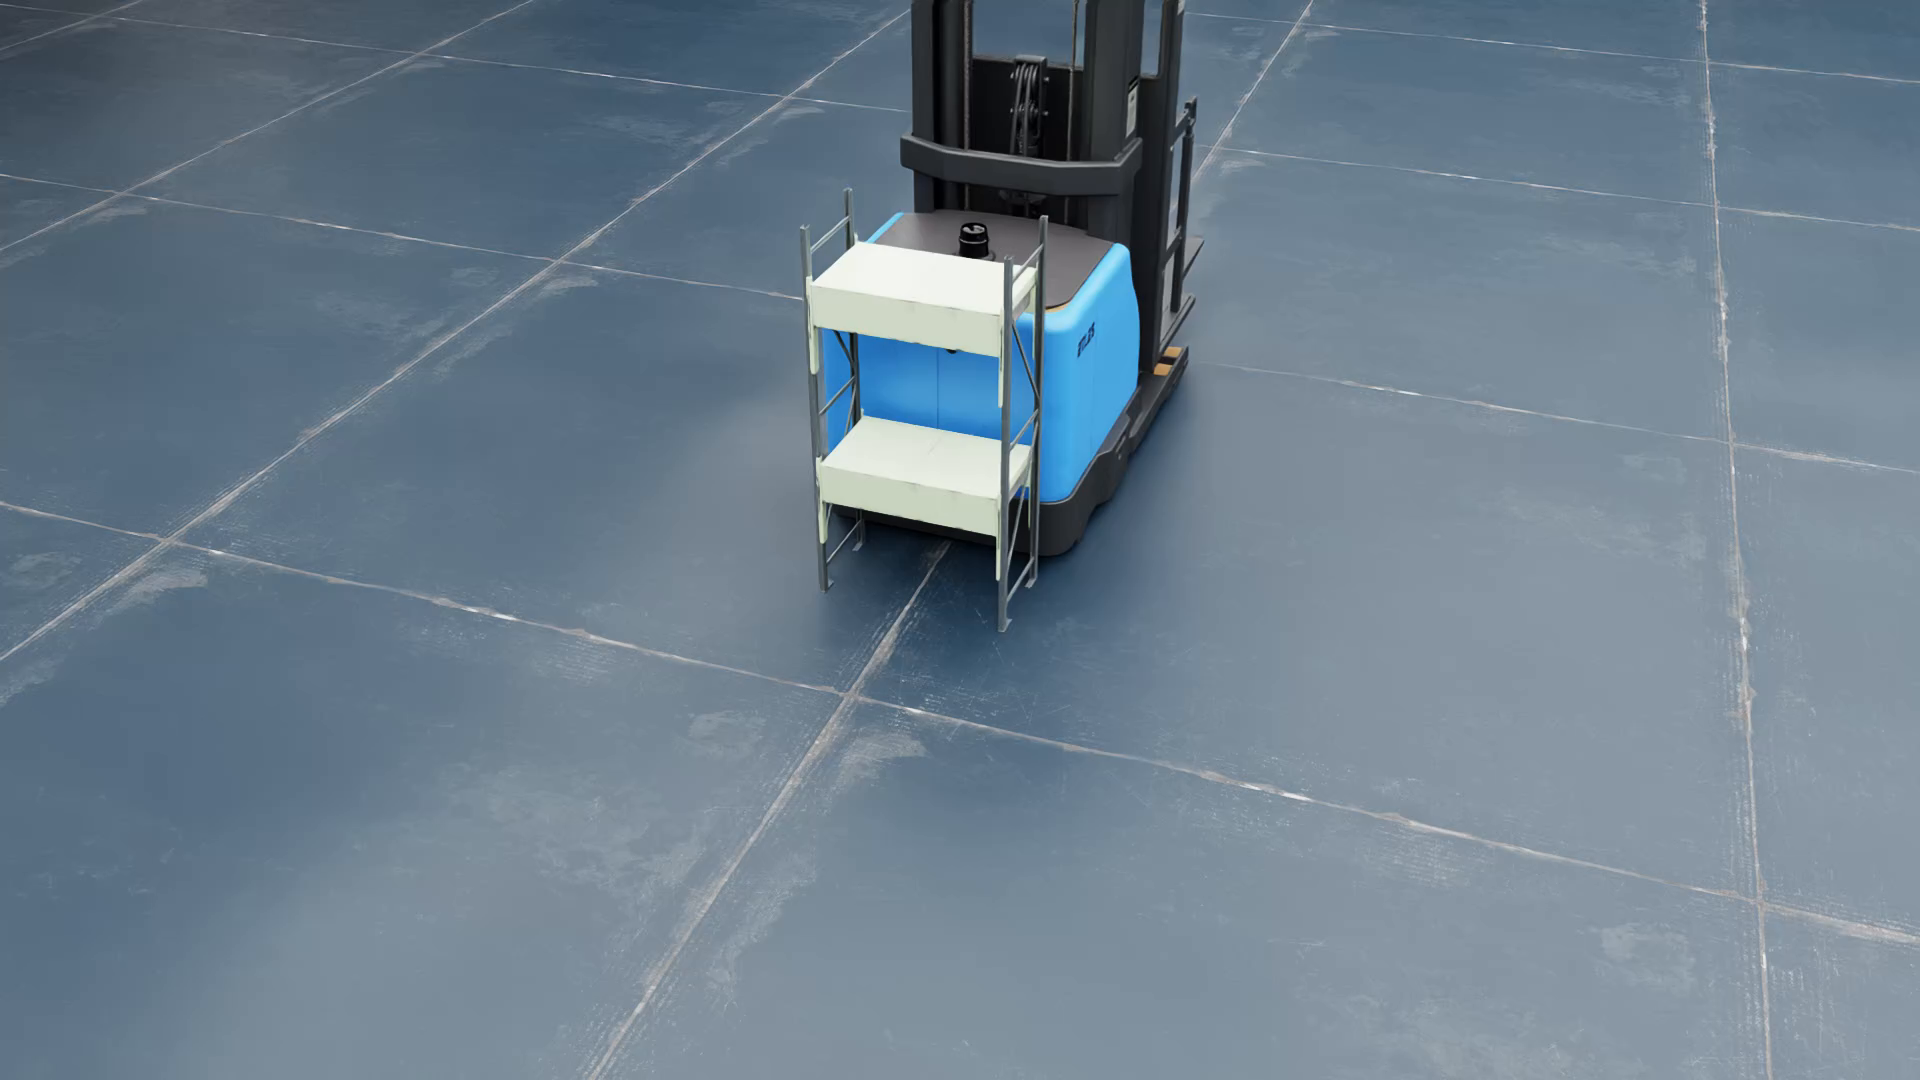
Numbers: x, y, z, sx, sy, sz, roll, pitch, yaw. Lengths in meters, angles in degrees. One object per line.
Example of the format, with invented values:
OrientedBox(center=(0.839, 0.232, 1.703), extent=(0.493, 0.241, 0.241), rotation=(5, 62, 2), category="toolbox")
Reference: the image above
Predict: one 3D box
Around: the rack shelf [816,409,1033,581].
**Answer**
OrientedBox(center=(-0.120, -0.179, 6.246), extent=(0.720, 0.370, 0.431), rotation=(12, 35, 17), category="rack shelf")

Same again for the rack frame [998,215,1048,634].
OrientedBox(center=(0.223, -0.383, 5.961), extent=(0.023, 1.500, 0.400), rotation=(12, 35, 17), category="rack frame")

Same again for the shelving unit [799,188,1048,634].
OrientedBox(center=(-0.120, -0.453, 6.069), extent=(0.755, 1.500, 0.431), rotation=(12, 35, 17), category="shelving unit")

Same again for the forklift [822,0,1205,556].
OrientedBox(center=(0.447, -1.959, 7.082), extent=(1.130, 2.935, 3.031), rotation=(12, 35, 17), category="forklift")

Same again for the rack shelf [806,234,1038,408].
OrientedBox(center=(-0.120, -0.781, 5.857), extent=(0.720, 0.370, 0.431), rotation=(12, 35, 17), category="rack shelf")

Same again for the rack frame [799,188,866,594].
OrientedBox(center=(-0.462, -0.523, 6.177), extent=(0.023, 1.500, 0.400), rotation=(12, 35, 17), category="rack frame")
